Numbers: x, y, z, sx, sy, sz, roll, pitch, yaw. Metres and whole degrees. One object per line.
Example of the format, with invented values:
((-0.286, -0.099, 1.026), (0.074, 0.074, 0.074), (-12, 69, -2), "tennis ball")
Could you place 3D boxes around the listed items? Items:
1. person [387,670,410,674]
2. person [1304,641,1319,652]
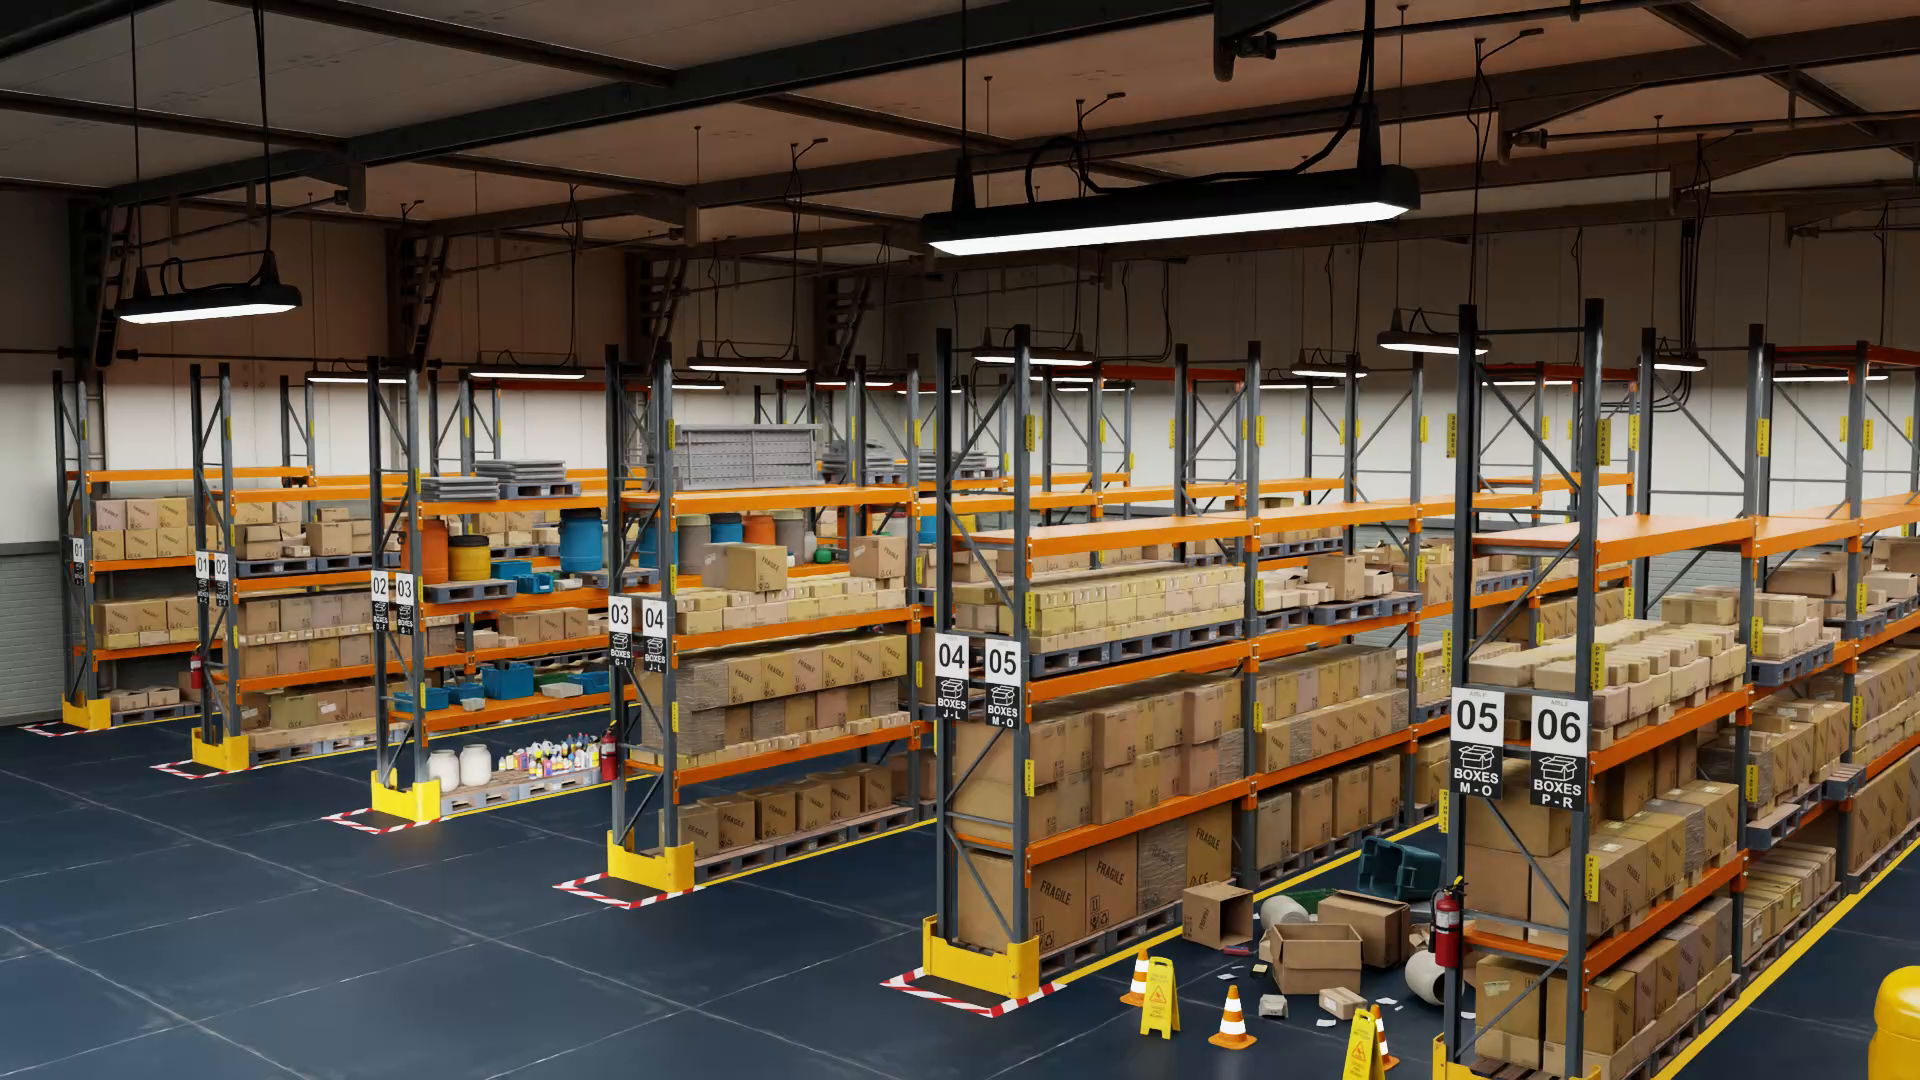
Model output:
((-9.823, 2.202, 28.849), (0.577, 1.793, 0.734), (2, 5, 28), "person")
((5.567, 2.421, 26.486), (0.466, 1.676, 0.500), (-3, 5, -34), "person")
